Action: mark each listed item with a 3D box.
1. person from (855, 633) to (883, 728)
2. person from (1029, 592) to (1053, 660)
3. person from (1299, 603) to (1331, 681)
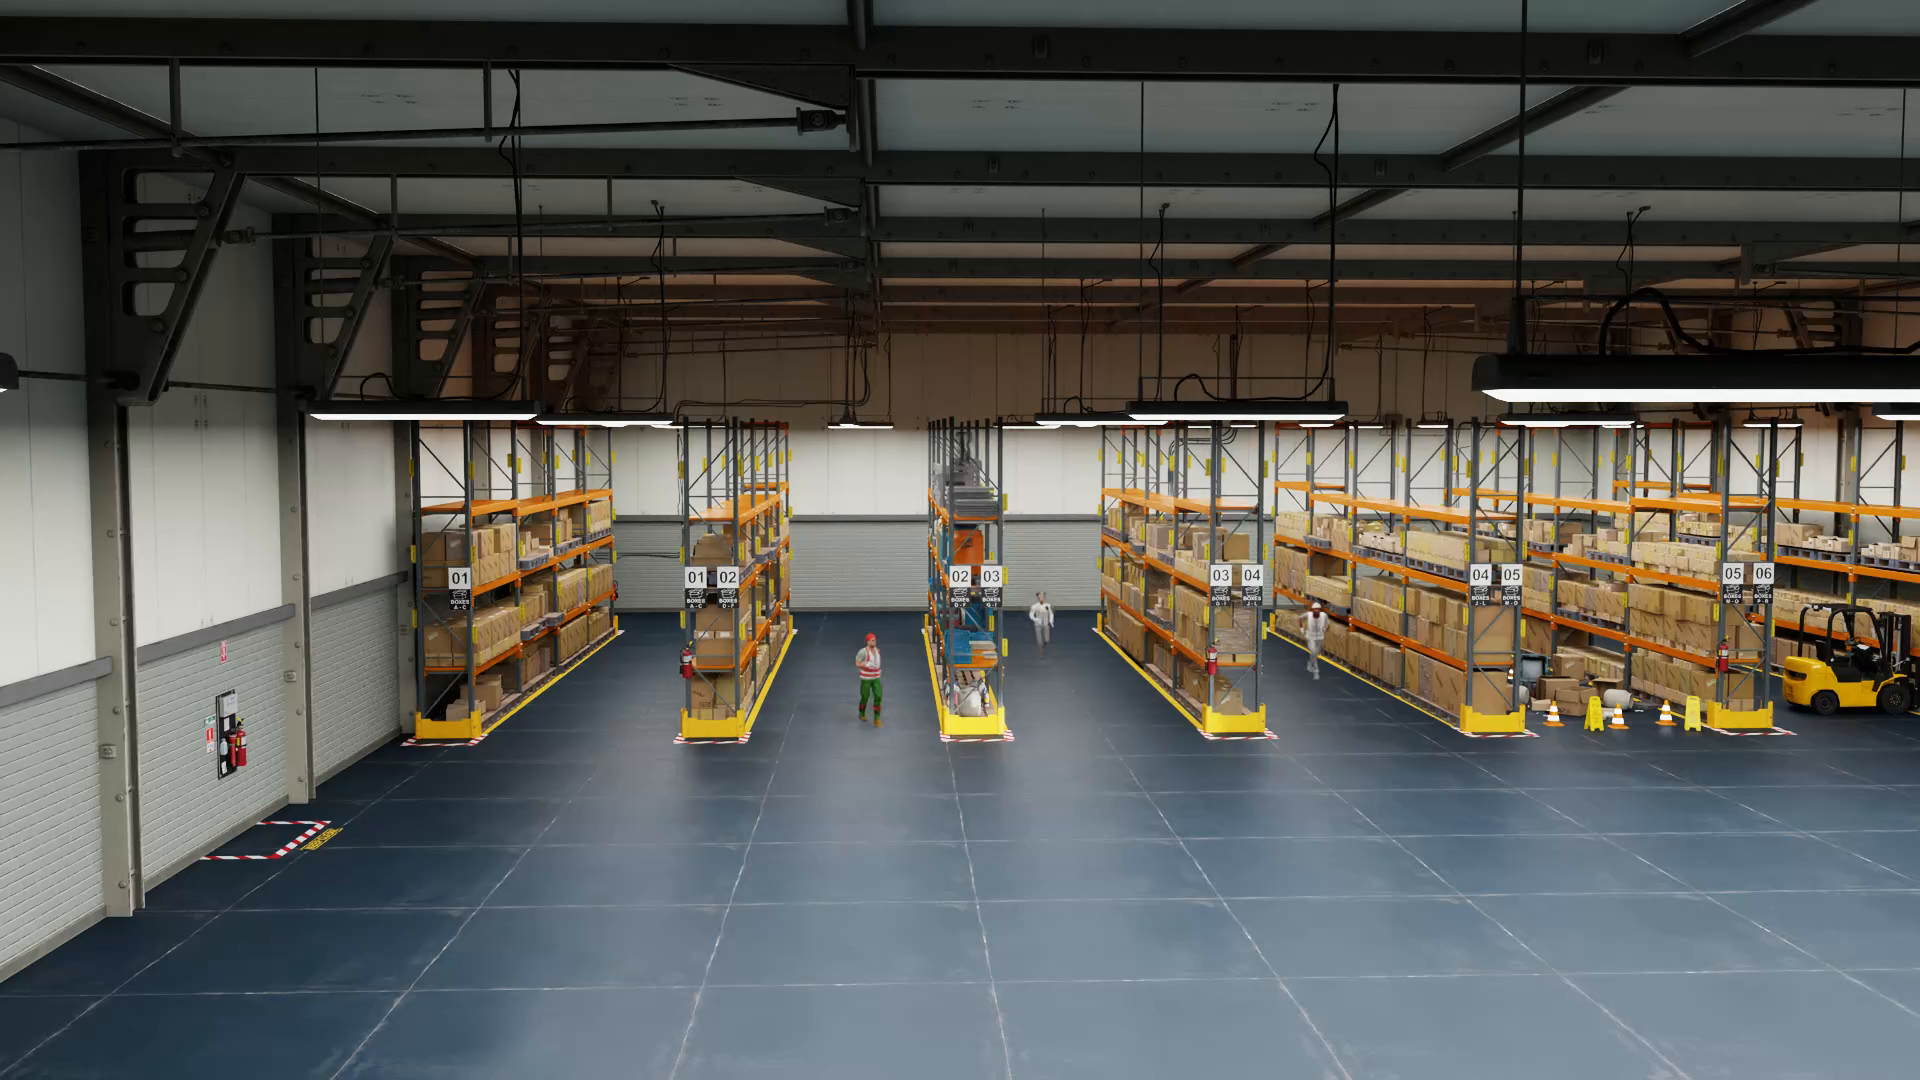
[{"bbox_3d":[-1.778,2.732,32.298,0.616,1.849,0.792,-2,4,-32],"label":"person"},{"bbox_3d":[1.978,2.068,40.072,0.612,1.658,0.548,-1,4,-9],"label":"person"},{"bbox_3d":[8.254,2.326,38.749,0.679,1.791,1.047,0,4,-5],"label":"person"}]
